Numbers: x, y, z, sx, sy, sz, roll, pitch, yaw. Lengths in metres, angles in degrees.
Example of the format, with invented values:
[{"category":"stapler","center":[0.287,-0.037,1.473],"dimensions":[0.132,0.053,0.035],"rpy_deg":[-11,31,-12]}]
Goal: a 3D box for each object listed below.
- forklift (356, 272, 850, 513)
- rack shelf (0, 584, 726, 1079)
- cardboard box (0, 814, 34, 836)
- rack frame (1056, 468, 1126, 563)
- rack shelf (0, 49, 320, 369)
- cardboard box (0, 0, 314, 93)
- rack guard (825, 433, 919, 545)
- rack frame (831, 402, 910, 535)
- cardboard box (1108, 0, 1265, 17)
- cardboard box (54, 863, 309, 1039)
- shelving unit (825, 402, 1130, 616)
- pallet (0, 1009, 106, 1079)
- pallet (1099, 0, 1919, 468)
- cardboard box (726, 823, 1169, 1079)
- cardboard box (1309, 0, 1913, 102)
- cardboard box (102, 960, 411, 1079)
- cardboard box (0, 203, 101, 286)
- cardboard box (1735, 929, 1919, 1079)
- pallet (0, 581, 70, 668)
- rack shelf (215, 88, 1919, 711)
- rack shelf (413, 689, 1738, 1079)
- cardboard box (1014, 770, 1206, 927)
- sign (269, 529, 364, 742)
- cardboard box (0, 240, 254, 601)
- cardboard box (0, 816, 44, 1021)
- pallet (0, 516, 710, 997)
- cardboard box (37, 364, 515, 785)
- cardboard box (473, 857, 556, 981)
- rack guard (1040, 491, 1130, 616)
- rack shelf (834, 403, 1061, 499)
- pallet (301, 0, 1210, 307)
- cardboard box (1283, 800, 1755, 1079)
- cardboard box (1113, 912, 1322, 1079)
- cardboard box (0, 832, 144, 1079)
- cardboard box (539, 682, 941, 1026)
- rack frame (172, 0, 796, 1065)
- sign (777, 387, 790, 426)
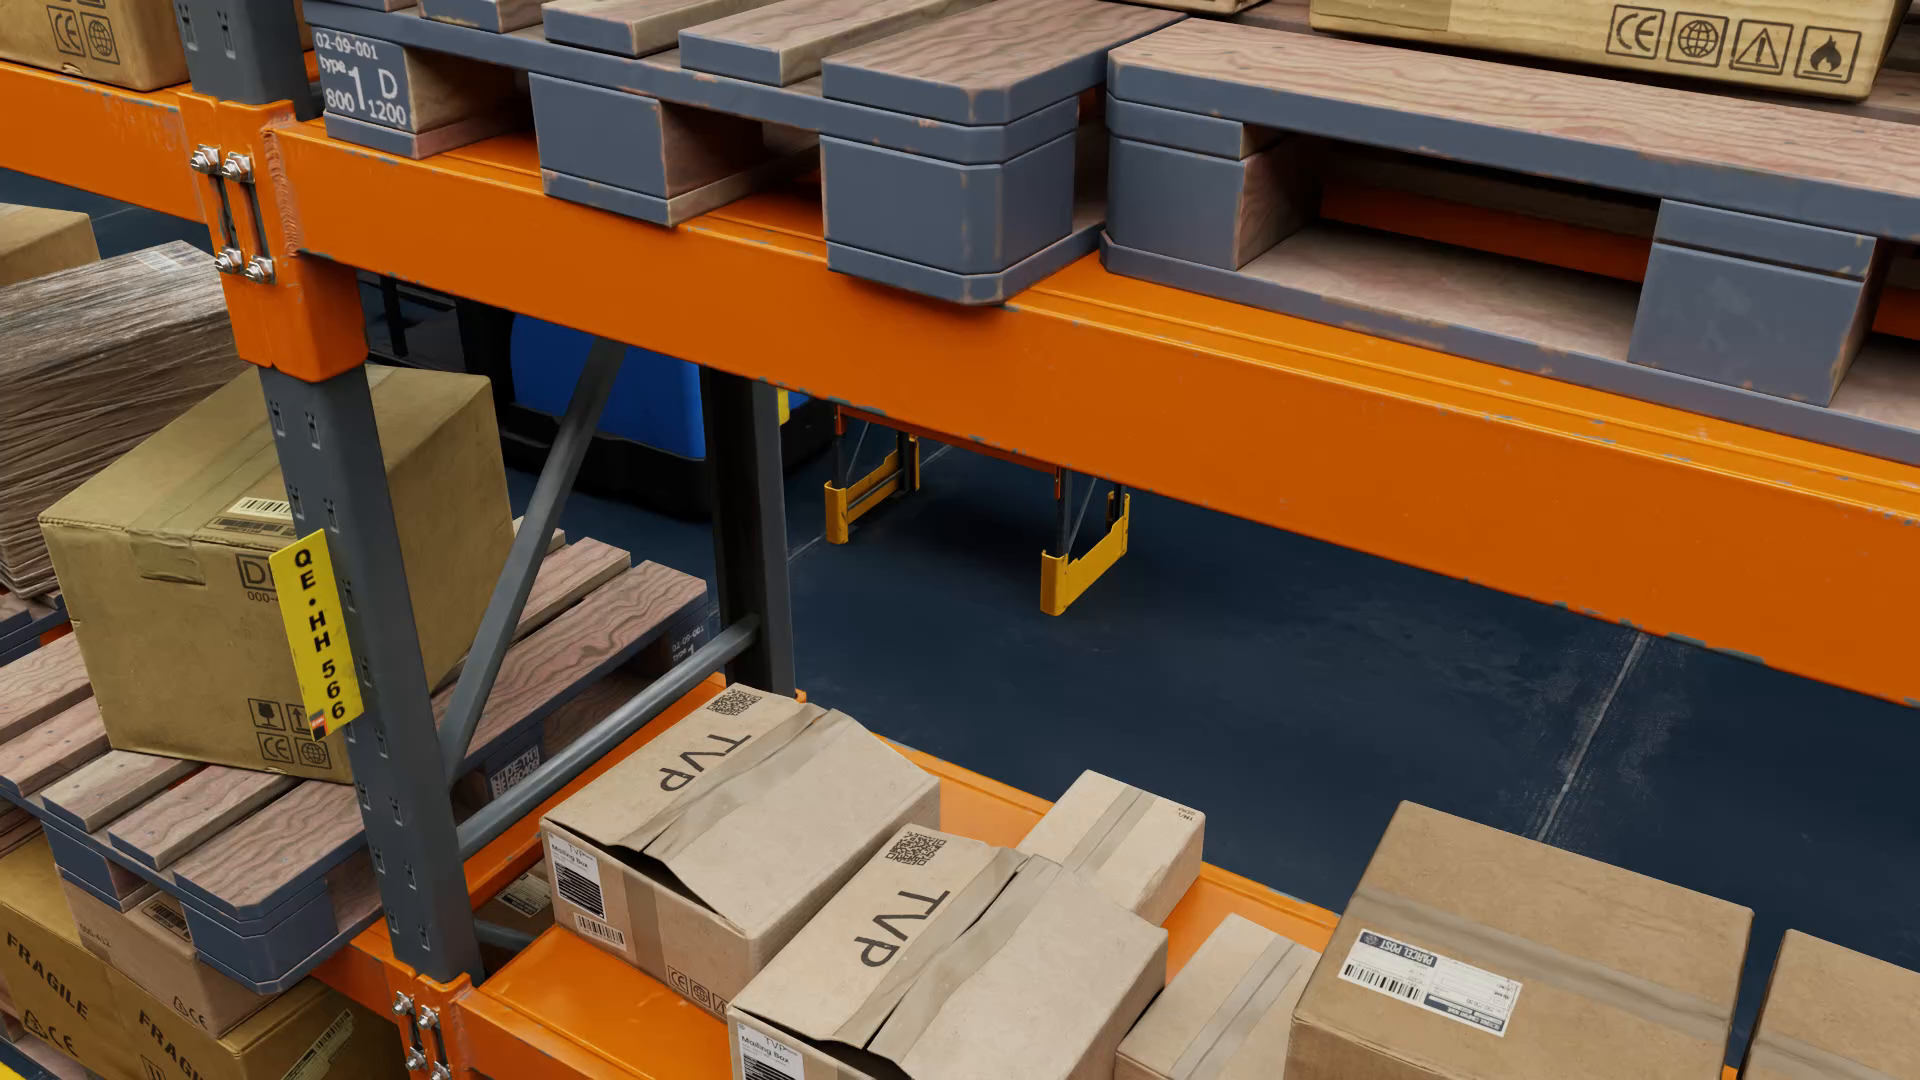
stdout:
[{"category":"forklift","center":[-2.019,-1.925,7.141],"dimensions":[3.031,2.935,1.130],"rpy_deg":[18,35,27]},{"category":"rack shelf","center":[-2.359,0.150,4.230],"dimensions":[4.000,0.370,1.077],"rpy_deg":[18,35,27]},{"category":"cardboard box","center":[-2.500,0.505,4.208],"dimensions":[0.500,0.250,0.500],"rpy_deg":[17,34,26]},{"category":"rack frame","center":[0.503,-0.489,6.099],"dimensions":[0.032,1.500,0.500],"rpy_deg":[18,35,27]},{"category":"rack shelf","center":[-2.359,-1.146,3.475],"dimensions":[4.000,0.370,1.077],"rpy_deg":[18,35,27]},{"category":"cardboard box","center":[-1.052,-1.067,2.525],"dimensions":[0.500,0.500,0.910],"rpy_deg":[18,35,27]},{"category":"rack guard","center":[-0.357,-0.221,6.881],"dimensions":[0.087,0.250,0.587],"rpy_deg":[18,35,27]},{"category":"rack frame","center":[-0.358,-0.761,6.566],"dimensions":[0.032,1.500,0.500],"rpy_deg":[18,35,27]},{"category":"cardboard box","center":[0.203,-0.807,1.912],"dimensions":[0.500,0.250,0.500],"rpy_deg":[19,35,29]},{"category":"cardboard box","center":[-1.632,0.777,3.741],"dimensions":[0.500,0.250,0.500],"rpy_deg":[19,35,29]},{"category":"shelving unit","center":[0.065,-0.627,6.337],"dimensions":[1.083,1.500,0.587],"rpy_deg":[18,35,27]},{"category":"pallet","center":[-2.306,1.036,4.765],"dimensions":[1.213,0.211,1.003],"rpy_deg":[18,35,27]},{"category":"pallet","center":[0.906,-0.397,1.665],"dimensions":[1.213,0.211,1.003],"rpy_deg":[19,35,30]},{"category":"cardboard box","center":[-0.010,0.736,2.601],"dimensions":[0.500,0.311,0.500],"rpy_deg":[17,34,27]},{"category":"cardboard box","center":[0.681,-0.649,1.641],"dimensions":[0.500,0.250,0.500],"rpy_deg":[17,34,26]},{"category":"cardboard box","center":[-1.582,1.114,3.908],"dimensions":[0.500,0.500,0.500],"rpy_deg":[19,35,29]},{"category":"cardboard box","center":[-2.524,-0.474,4.070],"dimensions":[0.500,0.500,0.700],"rpy_deg":[9,31,15]},{"category":"cardboard box","center":[1.211,0.915,2.105],"dimensions":[0.500,0.500,0.500],"rpy_deg":[18,35,27]},{"category":"pallet","center":[-2.314,-0.061,4.069],"dimensions":[1.213,0.211,1.003],"rpy_deg":[18,35,27]},{"category":"rack shelf","center":[1.029,-0.074,1.638],"dimensions":[4.000,0.370,1.077],"rpy_deg":[18,35,27]},{"category":"rack shelf","center":[1.029,1.221,2.394],"dimensions":[4.000,0.370,1.077],"rpy_deg":[18,35,27]},{"category":"cardboard box","center":[0.244,0.606,2.983],"dimensions":[0.250,0.149,0.380],"rpy_deg":[18,35,27]},{"category":"sign","center":[-0.945,0.143,2.458],"dimensions":[0.005,0.325,0.100],"rpy_deg":[18,35,27]},{"category":"cardboard box","center":[-1.931,-0.297,3.766],"dimensions":[0.500,0.500,0.700],"rpy_deg":[25,39,36]},{"category":"cardboard box","center":[-2.468,0.837,4.382],"dimensions":[0.500,0.500,0.500],"rpy_deg":[16,34,26]},{"category":"pallet","center":[-1.276,0.306,3.439],"dimensions":[1.003,0.211,1.213],"rpy_deg":[18,35,27]},{"category":"cardboard box","center":[-1.258,0.030,3.207],"dimensions":[0.500,0.500,0.700],"rpy_deg":[6,31,11]},{"category":"cardboard box","center":[-0.898,1.021,4.068],"dimensions":[0.500,0.500,0.500],"rpy_deg":[19,35,29]},{"category":"rack guard","center":[0.486,0.046,6.423],"dimensions":[0.087,0.250,0.587],"rpy_deg":[18,35,27]},{"category":"rack shelf","center":[0.072,-0.470,6.424],"dimensions":[1.000,0.185,0.538],"rpy_deg":[18,35,27]},{"category":"pallet","center":[-0.043,-0.696,2.176],"dimensions":[1.003,0.211,1.213],"rpy_deg":[19,35,30]},{"category":"cardboard box","center":[0.765,0.774,2.347],"dimensions":[0.500,0.500,0.500],"rpy_deg":[16,34,25]},{"category":"cardboard box","center":[0.445,0.801,2.650],"dimensions":[0.250,0.149,0.380],"rpy_deg":[20,36,31]},{"category":"cardboard box","center":[-2.020,0.975,4.145],"dimensions":[0.500,0.500,0.500],"rpy_deg":[16,34,26]},{"category":"cardboard box","center":[-0.380,0.529,2.954],"dimensions":[0.500,0.311,0.500],"rpy_deg":[20,36,30]},{"category":"rack frame","center":[-0.667,0.376,3.128],"dimensions":[0.053,2.616,0.949],"rpy_deg":[18,35,27]},{"category":"sign","center":[-0.373,-0.363,3.247],"dimensions":[0.005,0.325,0.100],"rpy_deg":[18,35,27]}]
